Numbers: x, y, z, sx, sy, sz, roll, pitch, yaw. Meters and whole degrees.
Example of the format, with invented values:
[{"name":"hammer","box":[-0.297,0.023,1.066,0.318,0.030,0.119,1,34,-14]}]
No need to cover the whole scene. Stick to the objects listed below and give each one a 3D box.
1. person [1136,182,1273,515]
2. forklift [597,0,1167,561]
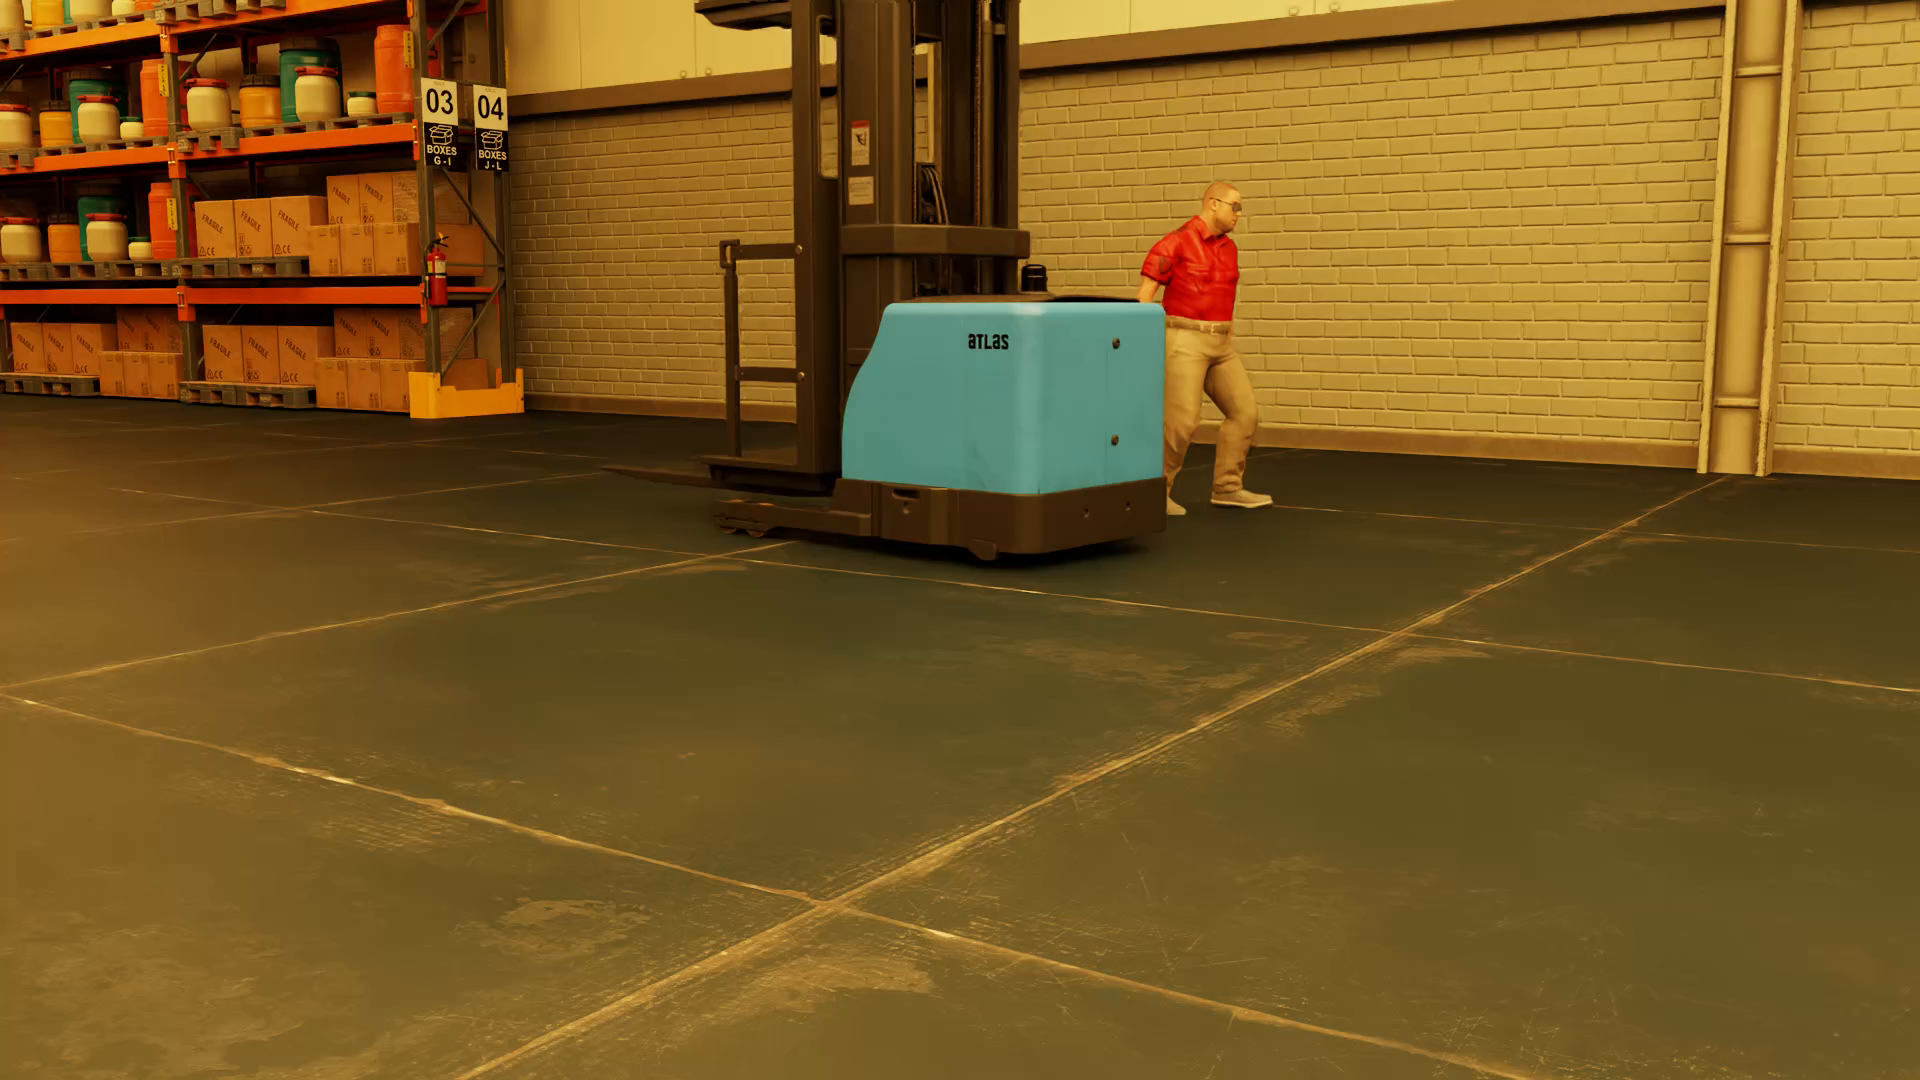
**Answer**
[{"name":"person","box":[1.219,-0.978,8.581,0.878,1.703,0.420,-6,10,-36]},{"name":"forklift","box":[-0.532,-1.510,7.813,3.031,2.935,1.130,7,11,40]}]
